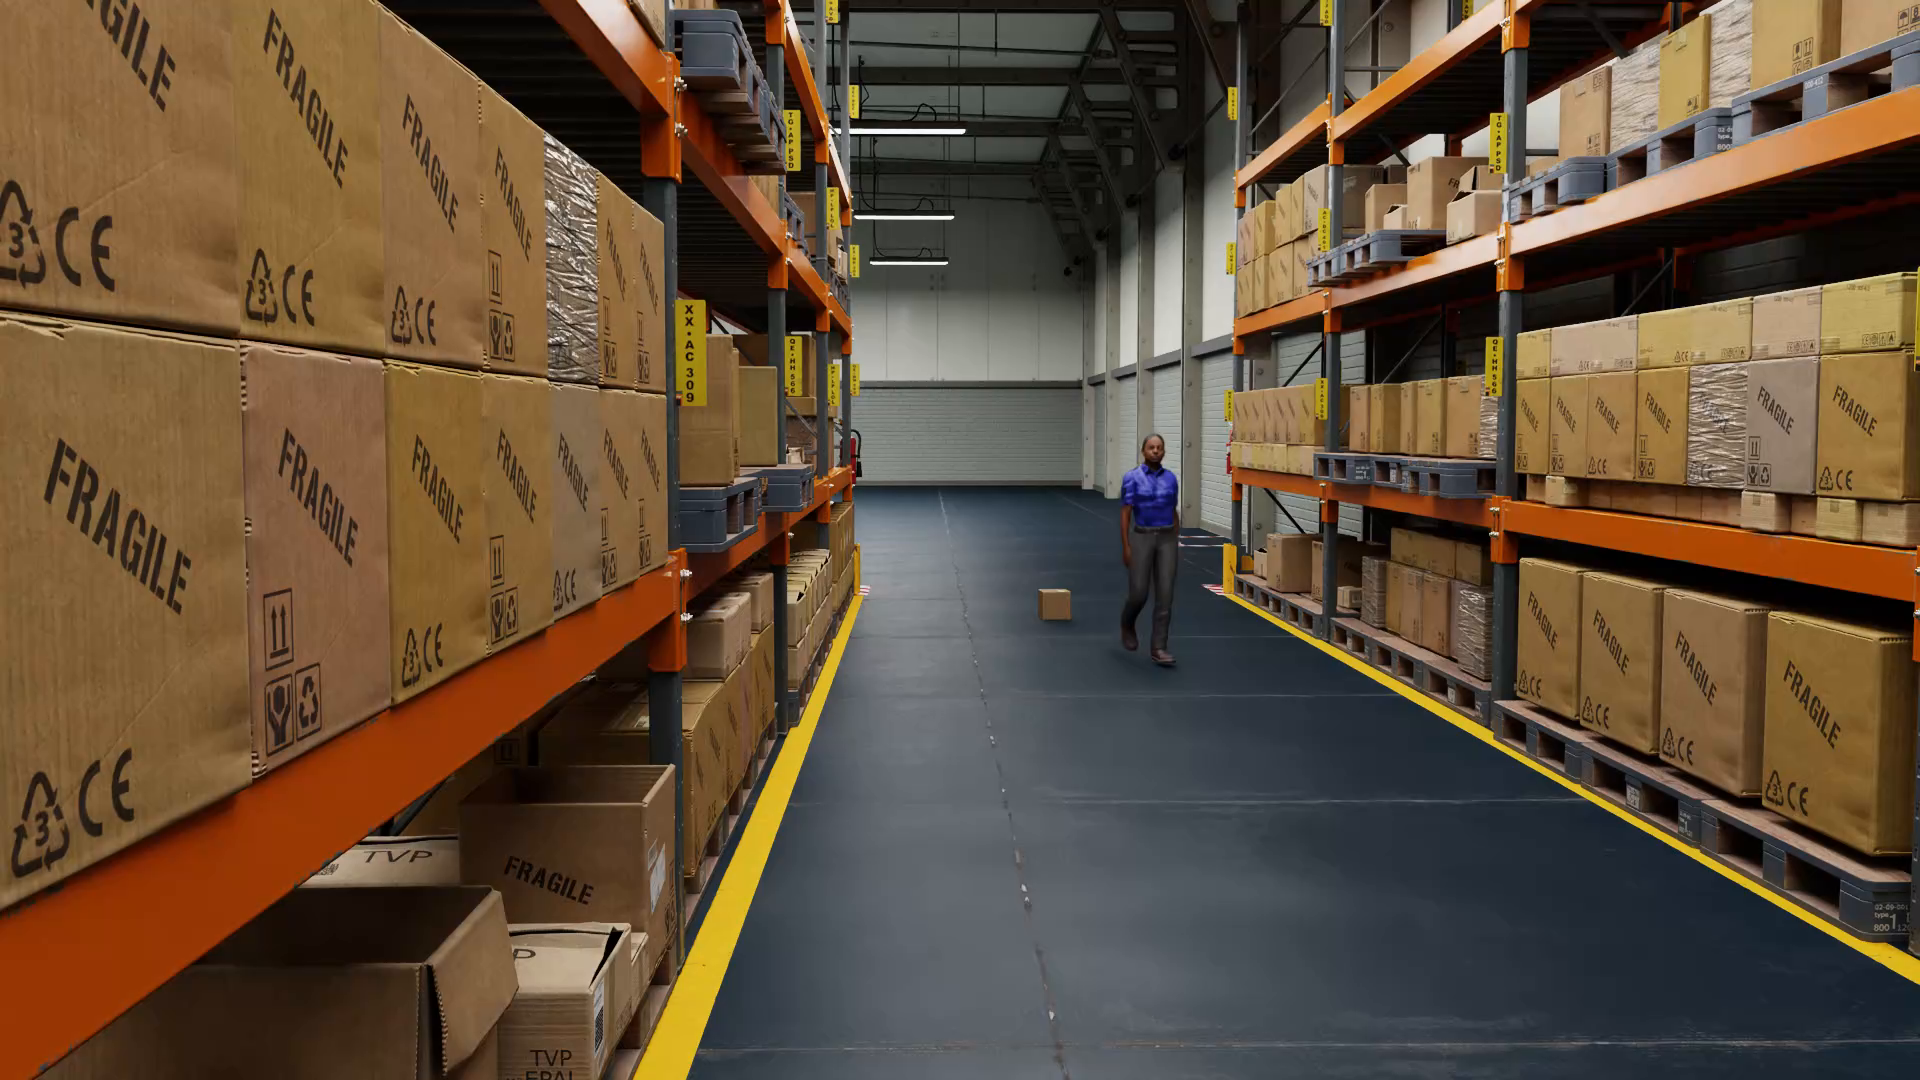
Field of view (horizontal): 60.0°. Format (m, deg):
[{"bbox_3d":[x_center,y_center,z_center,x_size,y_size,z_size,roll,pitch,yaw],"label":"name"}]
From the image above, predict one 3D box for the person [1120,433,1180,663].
[{"bbox_3d":[1.373,0.047,12.055,0.447,1.638,0.604,-1,4,-13],"label":"person"}]
